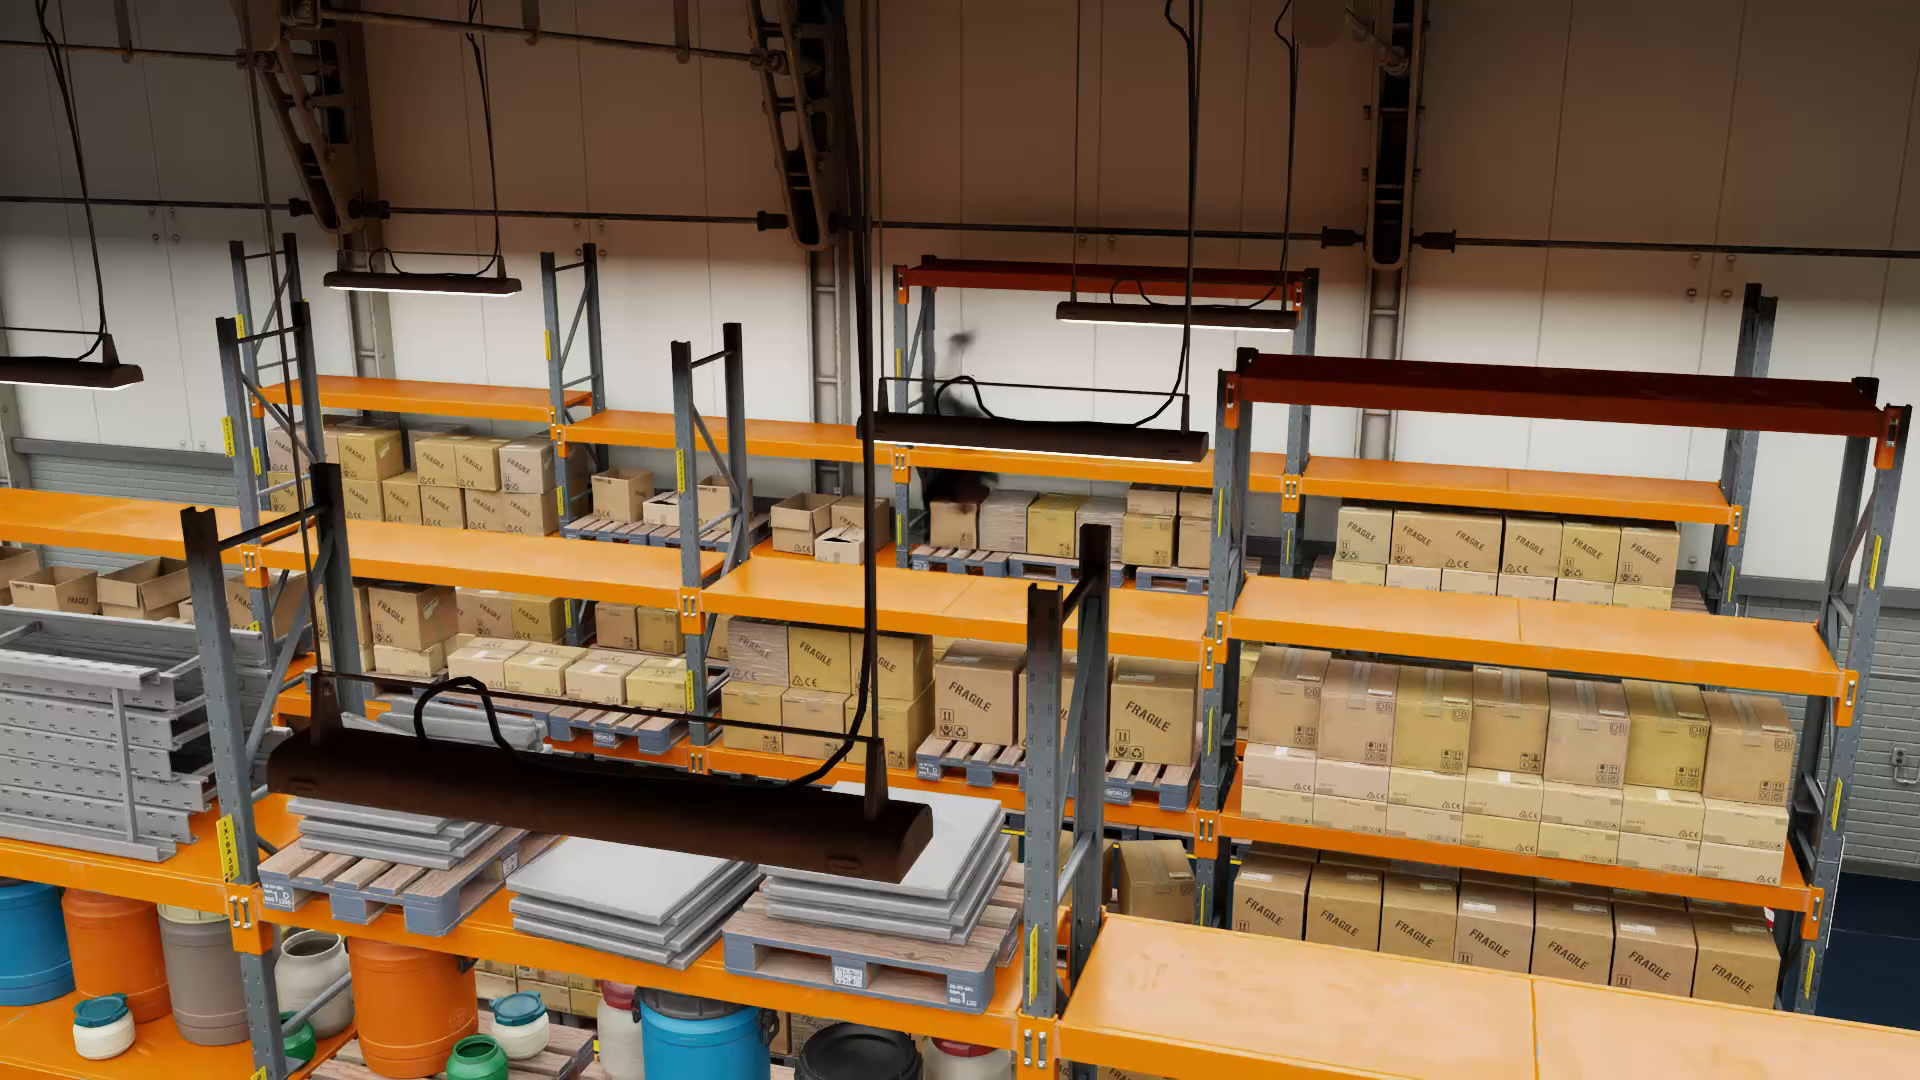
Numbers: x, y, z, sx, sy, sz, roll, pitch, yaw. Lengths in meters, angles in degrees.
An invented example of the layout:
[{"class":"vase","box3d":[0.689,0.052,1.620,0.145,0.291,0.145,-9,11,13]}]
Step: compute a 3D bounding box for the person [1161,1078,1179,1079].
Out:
[{"class":"person","box3d":[1.472,4.223,10.800,0.979,1.762,0.695,1,16,4]}]
